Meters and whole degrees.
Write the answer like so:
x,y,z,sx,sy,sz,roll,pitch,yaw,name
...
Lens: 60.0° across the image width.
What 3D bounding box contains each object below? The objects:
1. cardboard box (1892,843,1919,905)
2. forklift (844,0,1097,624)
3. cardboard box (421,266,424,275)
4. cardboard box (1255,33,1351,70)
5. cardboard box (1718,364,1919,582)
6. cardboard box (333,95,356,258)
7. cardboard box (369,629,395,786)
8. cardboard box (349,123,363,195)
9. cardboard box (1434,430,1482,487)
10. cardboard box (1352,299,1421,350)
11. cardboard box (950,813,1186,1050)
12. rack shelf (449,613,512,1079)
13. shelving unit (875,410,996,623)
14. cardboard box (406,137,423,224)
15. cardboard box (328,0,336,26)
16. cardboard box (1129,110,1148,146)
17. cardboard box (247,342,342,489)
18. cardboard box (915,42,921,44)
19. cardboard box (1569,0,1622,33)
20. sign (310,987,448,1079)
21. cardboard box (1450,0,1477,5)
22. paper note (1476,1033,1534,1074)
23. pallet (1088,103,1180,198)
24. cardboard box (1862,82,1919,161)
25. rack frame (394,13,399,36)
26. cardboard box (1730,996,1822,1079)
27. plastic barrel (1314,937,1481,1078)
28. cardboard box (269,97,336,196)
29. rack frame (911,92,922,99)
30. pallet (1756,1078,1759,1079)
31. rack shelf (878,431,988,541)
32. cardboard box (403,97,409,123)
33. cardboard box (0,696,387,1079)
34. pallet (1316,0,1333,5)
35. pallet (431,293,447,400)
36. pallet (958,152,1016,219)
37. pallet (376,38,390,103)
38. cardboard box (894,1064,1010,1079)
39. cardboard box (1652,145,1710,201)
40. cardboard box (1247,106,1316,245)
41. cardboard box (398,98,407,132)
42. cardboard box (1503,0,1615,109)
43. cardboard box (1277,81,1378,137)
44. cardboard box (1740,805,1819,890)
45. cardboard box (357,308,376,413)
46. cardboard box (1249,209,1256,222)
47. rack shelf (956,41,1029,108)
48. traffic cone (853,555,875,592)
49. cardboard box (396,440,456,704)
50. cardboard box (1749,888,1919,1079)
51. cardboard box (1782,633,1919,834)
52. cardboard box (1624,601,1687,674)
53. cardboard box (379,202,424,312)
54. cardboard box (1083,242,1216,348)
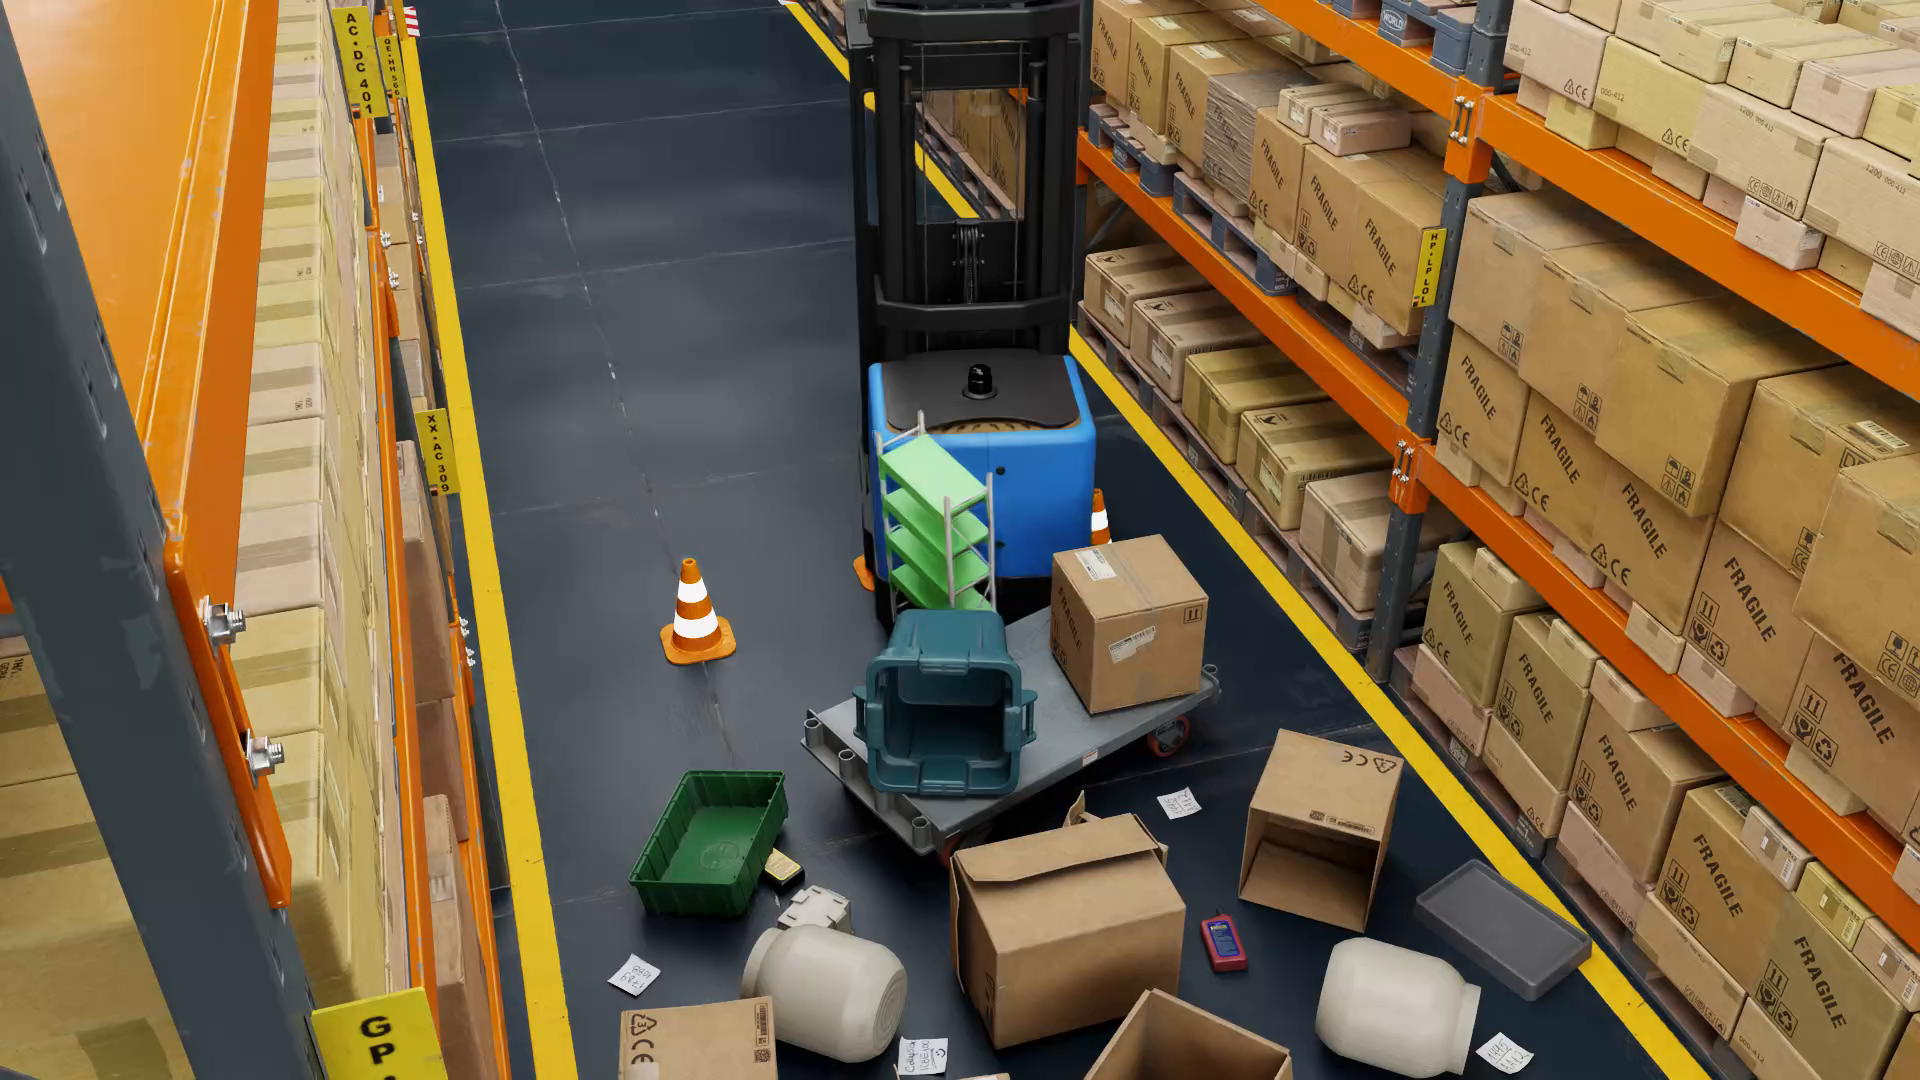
x,y,z,sx,sy,sz,roll,pitch,yaw,name
2.947,0.971,4.788,0.380,0.149,0.250,-9,35,-14,cardboard box
0.000,-1.608,8.525,1.130,2.935,3.031,-3,34,-4,forklift
-3.490,-1.754,9.890,0.500,0.250,0.500,-12,35,-17,cardboard box
1.899,-2.406,8.929,0.500,0.500,0.500,-12,35,-18,cardboard box
2.829,-0.208,5.077,0.700,0.500,0.500,-10,35,-15,cardboard box
-1.742,-0.855,3.997,0.500,0.250,0.500,-10,35,-15,cardboard box
-1.102,0.299,2.613,0.380,0.149,0.250,-10,35,-14,cardboard box
-1.875,-1.032,4.626,0.380,0.149,0.250,-10,35,-15,cardboard box
2.184,-0.367,6.813,0.380,0.149,0.250,-10,35,-15,cardboard box
1.973,-0.985,7.367,0.380,0.149,0.250,-10,35,-14,cardboard box
0.373,1.408,6.040,0.797,0.637,0.503,-10,35,-15,cardboard box
-1.680,1.544,4.344,1.077,0.370,4.000,-10,35,-15,rack shelf
-0.093,0.055,7.353,0.258,1.200,0.503,-29,51,-23,shelving unit
-4.109,-2.523,11.733,0.500,0.500,0.500,-11,35,-16,cardboard box
-2.470,-1.949,6.014,0.380,0.149,0.250,-10,35,-15,cardboard box
1.189,-2.354,9.439,0.380,0.149,0.250,-12,35,-18,cardboard box
-1.178,-0.165,2.590,0.380,0.149,0.250,-11,35,-16,cardboard box
-0.137,-4.345,14.548,0.875,0.438,0.875,-11,35,-15,cardboard box
2.285,-1.819,5.565,0.380,0.149,0.250,-9,35,-13,cardboard box
-0.540,0.555,1.604,0.100,0.325,0.005,-10,35,-15,sign
2.077,-2.338,6.601,0.500,0.250,0.500,-11,35,-16,cardboard box
1.950,1.835,5.945,0.142,0.019,0.148,-23,40,-31,paper note
1.492,-2.355,9.767,1.213,0.211,1.003,-10,35,-15,pallet
2.731,-1.148,4.550,0.380,0.149,0.250,-9,35,-14,cardboard box
-5.951,-6.106,15.270,1.000,3.000,0.127,-10,35,-15,rack frame
2.960,1.728,5.527,0.500,0.250,0.500,-10,35,-15,cardboard box
1.541,1.654,5.863,0.512,0.421,0.421,13,36,18,plastic barrel
-1.565,-0.832,3.600,0.380,0.149,0.250,-10,35,-15,cardboard box
-0.047,-4.891,13.432,1.000,3.000,0.127,-10,35,-15,rack frame
3.376,2.100,5.381,1.003,0.211,1.213,-10,35,-15,pallet
-0.106,-0.235,7.055,0.258,0.148,0.480,-29,51,-23,rack shelf
-4.536,-3.360,13.049,0.380,0.149,0.250,-8,34,-13,cardboard box
-0.973,0.468,1.995,0.500,0.250,0.500,-10,35,-15,cardboard box
1.987,-2.750,7.641,1.213,0.211,1.003,-10,35,-15,pallet
-3.747,-1.153,10.303,1.003,0.211,1.213,-10,35,-15,pallet
0.636,-2.694,12.635,1.003,0.211,1.213,-10,35,-15,pallet
-4.153,-2.858,10.529,1.003,0.211,1.213,-10,35,-15,pallet
-0.012,1.928,5.592,0.396,0.266,0.258,-4,34,-6,cardboard box
2.500,-1.236,5.407,0.380,0.149,0.250,-9,35,-13,cardboard box
1.729,-1.768,7.964,0.500,0.500,0.500,-9,34,-13,cardboard box
-4.263,-3.103,11.931,0.500,0.250,0.500,-11,35,-16,cardboard box
2.266,-1.727,5.788,0.500,0.250,0.500,-11,35,-16,cardboard box
1.708,-2.007,7.737,0.380,0.149,0.250,-11,35,-17,cardboard box
2.792,0.968,5.409,0.380,0.149,0.250,-9,34,-13,cardboard box
-1.485,-0.363,3.614,0.380,0.149,0.250,-10,35,-15,cardboard box
1.693,-1.679,8.417,0.380,0.149,0.250,-11,35,-16,cardboard box
0.563,-3.541,12.041,1.077,0.370,4.000,-10,35,-15,rack shelf
-0.359,-0.033,8.380,0.336,0.463,0.334,-10,35,-15,traffic cone
-1.932,0.150,4.687,0.875,0.550,0.550,-10,35,-15,cardboard box
2.958,1.418,5.317,0.500,0.500,0.500,-9,34,-13,cardboard box
2.888,0.477,4.946,0.500,0.500,0.500,-10,35,-15,cardboard box
2.565,0.306,5.794,0.380,0.149,0.250,-10,35,-15,cardboard box
-2.814,-1.232,7.802,0.500,0.500,0.500,-11,35,-16,cardboard box
1.336,-1.572,10.411,0.950,0.372,0.625,-12,35,-18,cardboard box
